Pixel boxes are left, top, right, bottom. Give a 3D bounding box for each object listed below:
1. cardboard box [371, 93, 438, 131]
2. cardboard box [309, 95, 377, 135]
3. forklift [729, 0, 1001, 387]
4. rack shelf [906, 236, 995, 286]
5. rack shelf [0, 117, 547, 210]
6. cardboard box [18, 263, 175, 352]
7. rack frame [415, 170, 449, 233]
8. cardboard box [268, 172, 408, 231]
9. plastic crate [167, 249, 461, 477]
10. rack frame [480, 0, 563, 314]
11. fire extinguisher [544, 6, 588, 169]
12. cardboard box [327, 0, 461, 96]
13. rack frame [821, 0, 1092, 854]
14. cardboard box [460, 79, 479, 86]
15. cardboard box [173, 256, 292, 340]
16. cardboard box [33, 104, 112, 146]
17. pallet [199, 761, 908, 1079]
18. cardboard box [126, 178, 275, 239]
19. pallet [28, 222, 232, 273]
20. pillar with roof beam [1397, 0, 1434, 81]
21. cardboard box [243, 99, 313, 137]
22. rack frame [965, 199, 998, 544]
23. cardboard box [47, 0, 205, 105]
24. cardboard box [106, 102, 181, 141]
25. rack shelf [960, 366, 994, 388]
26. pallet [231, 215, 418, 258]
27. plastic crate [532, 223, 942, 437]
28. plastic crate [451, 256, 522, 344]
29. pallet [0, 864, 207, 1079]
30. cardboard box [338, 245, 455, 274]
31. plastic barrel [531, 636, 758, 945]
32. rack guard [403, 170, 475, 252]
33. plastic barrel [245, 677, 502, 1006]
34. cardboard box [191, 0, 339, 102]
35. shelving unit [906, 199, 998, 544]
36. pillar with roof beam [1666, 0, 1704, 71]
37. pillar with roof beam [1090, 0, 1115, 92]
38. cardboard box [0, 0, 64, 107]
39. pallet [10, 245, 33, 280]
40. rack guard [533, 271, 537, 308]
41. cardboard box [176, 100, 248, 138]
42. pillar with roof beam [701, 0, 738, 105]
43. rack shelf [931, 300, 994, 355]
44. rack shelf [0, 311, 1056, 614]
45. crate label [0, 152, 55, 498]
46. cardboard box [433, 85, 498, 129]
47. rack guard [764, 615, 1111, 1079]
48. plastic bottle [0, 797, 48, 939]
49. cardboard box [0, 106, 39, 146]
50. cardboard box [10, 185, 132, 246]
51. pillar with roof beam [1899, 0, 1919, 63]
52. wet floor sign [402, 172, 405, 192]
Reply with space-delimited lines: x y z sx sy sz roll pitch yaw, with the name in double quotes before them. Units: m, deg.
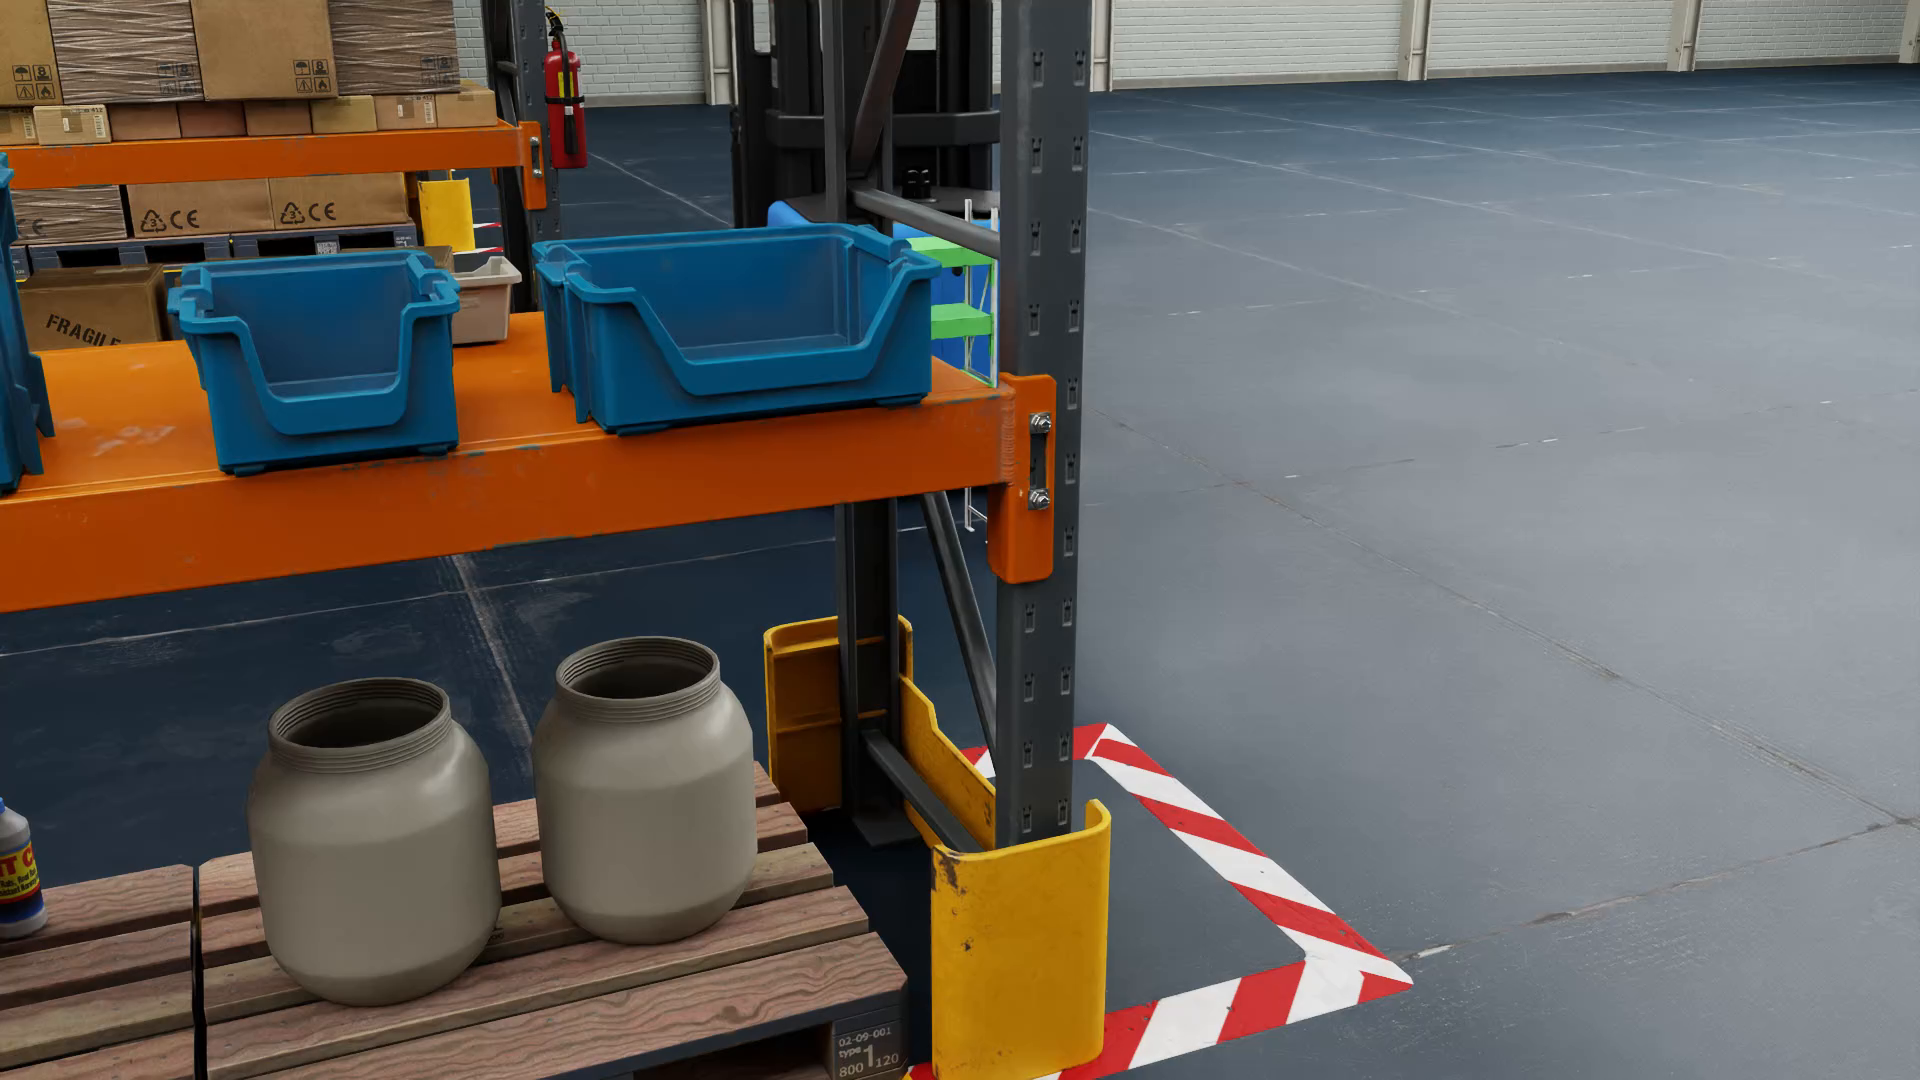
"cardboard box" -2.411 -1.861 7.168 0.250 0.149 0.380 -8 21 -22
"cardboard box" -2.620 -1.812 7.030 0.250 0.149 0.380 -8 21 -22
"forklift" -0.463 -1.996 7.279 1.130 2.935 3.031 -5 20 -14
"rack shelf" -0.152 -0.937 5.623 0.480 0.148 0.258 -8 21 -22
"rack shelf" -3.837 -1.510 6.877 4.000 0.370 1.077 -8 21 -22
"cardboard box" -3.699 -0.889 7.161 0.500 0.500 0.500 -6 20 -17
"rack frame" -3.873 -3.638 11.838 0.127 3.000 1.000 -8 21 -22
"cardboard box" -4.469 -2.725 11.811 0.875 0.875 0.875 -8 21 -22
"plastic crate" -0.979 -0.291 2.556 0.408 0.251 0.499 -8 21 -22
"rack frame" -2.001 -2.112 7.505 0.127 3.000 1.000 -8 21 -22
"fire extinguisher" -1.713 -1.950 7.161 0.183 0.674 0.296 -8 21 -22
"cardboard box" -2.517 -2.236 7.257 0.500 0.500 0.875 -8 21 -22
"rack frame" -0.039 -0.602 3.215 0.127 3.000 1.000 -8 21 -22
"cardboard box" -2.357 -2.029 7.646 0.250 0.149 0.380 -8 21 -22
"cardboard box" -3.116 -0.965 7.378 0.500 0.500 0.500 -3 20 -8
"cardboard box" -3.517 -1.664 6.610 0.250 0.149 0.380 -8 21 -22
"pallet" -0.838 0.843 3.310 1.213 0.211 1.003 -8 21 -22
"cardboard box" -5.276 -2.608 11.480 0.875 0.875 0.875 -9 21 -23
"pallet" -5.695 -2.035 11.483 1.213 0.211 1.003 -8 21 -22
"pillar with roof beam" 9.341 -10.716 22.906 0.400 9.000 9.100 -8 21 -22
"cardboard box" -2.856 -1.784 6.950 0.250 0.149 0.380 -8 21 -22
"rack frame" 0.072 -0.576 5.852 0.015 1.200 0.240 -8 21 -22
"cardboard box" -3.405 -2.081 6.817 0.500 0.500 0.875 -8 21 -22
"cardboard box" -3.322 -1.724 6.780 0.250 0.149 0.380 -8 21 -22
"rack shelf" -0.152 -0.484 5.782 0.480 0.148 0.258 -8 21 -22
"pallet" -4.576 -2.194 11.935 1.213 0.211 1.003 -8 21 -22
"plastic crate" -0.380 -0.375 2.794 0.616 0.251 0.499 -8 21 -22
"plastic crate" -0.988 -0.458 3.203 0.250 0.136 0.298 -8 21 -22
"pallet" -1.957 1.002 2.858 1.213 0.211 1.003 -8 21 -22
"cardboard box" -2.581 -1.054 7.631 0.500 0.500 0.500 -4 20 -12
"plastic barrel" -0.613 0.483 3.246 0.421 0.512 0.421 0 19 0
"rack guard" -3.851 -2.462 12.262 0.348 0.500 1.175 -8 21 -22
"plastic barrel" -1.073 0.549 3.059 0.421 0.512 0.421 0 19 0
"cardboard box" -2.929 -2.133 6.966 0.500 0.500 0.875 -8 21 -22
"shelving unit" -0.152 -0.544 5.761 0.503 1.200 0.258 -8 21 -22
"pillar with roof beam" 14.850 -11.505 25.148 0.400 9.000 9.100 -8 21 -22
"pillar with roof beam" 3.831 -9.926 20.664 0.400 9.000 9.100 -8 21 -22
"cardboard box" -3.868 -2.019 6.640 0.500 0.500 0.875 -8 21 -22
"pallet" -6.817 -1.873 11.023 1.213 0.211 1.003 -8 21 -22
"rack guard" -2.071 -0.923 7.892 0.348 0.500 1.175 -8 21 -22
"cardboard box" -3.102 -1.764 6.893 0.250 0.149 0.380 -8 21 -22
"pillar with roof beam" -1.678 -9.137 18.423 0.400 9.000 9.100 -8 21 -22
"rack shelf" -0.152 -0.710 5.702 0.480 0.148 0.258 -8 21 -22
"rack shelf" -1.876 0.000 2.587 4.000 0.370 1.077 -8 21 -22
"crate label" -1.622 -0.294 2.287 0.616 0.435 0.502 -8 21 -22
"cardboard box" -2.181 -1.893 7.261 0.250 0.149 0.380 -8 21 -22
"rack guard" -0.090 0.601 3.561 0.348 0.500 1.175 -8 21 -22
"plastic bottle" -1.827 0.621 3.188 0.097 0.271 0.097 0 19 0
"cardboard box" -3.774 -1.652 6.577 0.250 0.149 0.380 -8 21 -22
"cardboard box" -6.114 -2.489 11.141 0.875 0.875 0.875 -8 21 -22
"pillar with roof beam" 20.359 -12.294 27.389 0.400 9.000 9.100 -8 21 -22
"wet floor sign" -4.631 -3.135 13.955 0.232 0.644 0.267 -12 23 -31
